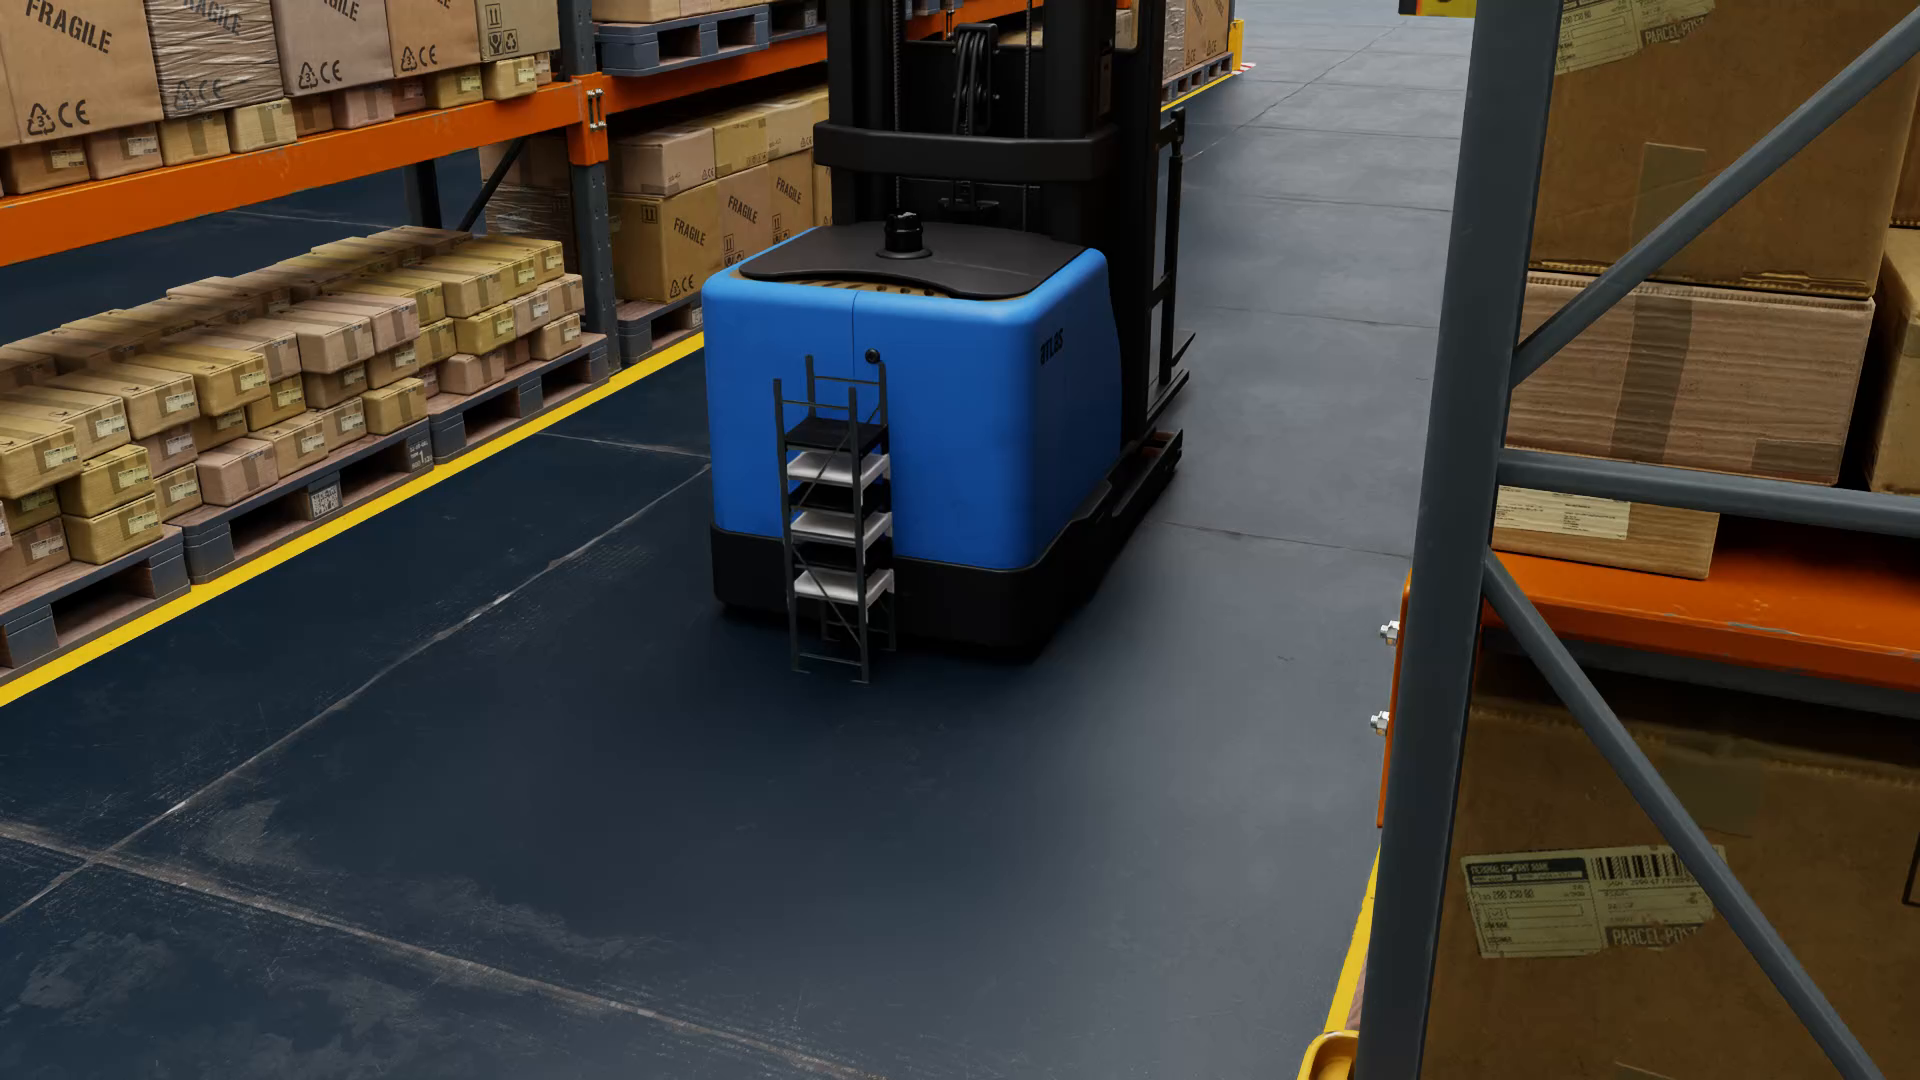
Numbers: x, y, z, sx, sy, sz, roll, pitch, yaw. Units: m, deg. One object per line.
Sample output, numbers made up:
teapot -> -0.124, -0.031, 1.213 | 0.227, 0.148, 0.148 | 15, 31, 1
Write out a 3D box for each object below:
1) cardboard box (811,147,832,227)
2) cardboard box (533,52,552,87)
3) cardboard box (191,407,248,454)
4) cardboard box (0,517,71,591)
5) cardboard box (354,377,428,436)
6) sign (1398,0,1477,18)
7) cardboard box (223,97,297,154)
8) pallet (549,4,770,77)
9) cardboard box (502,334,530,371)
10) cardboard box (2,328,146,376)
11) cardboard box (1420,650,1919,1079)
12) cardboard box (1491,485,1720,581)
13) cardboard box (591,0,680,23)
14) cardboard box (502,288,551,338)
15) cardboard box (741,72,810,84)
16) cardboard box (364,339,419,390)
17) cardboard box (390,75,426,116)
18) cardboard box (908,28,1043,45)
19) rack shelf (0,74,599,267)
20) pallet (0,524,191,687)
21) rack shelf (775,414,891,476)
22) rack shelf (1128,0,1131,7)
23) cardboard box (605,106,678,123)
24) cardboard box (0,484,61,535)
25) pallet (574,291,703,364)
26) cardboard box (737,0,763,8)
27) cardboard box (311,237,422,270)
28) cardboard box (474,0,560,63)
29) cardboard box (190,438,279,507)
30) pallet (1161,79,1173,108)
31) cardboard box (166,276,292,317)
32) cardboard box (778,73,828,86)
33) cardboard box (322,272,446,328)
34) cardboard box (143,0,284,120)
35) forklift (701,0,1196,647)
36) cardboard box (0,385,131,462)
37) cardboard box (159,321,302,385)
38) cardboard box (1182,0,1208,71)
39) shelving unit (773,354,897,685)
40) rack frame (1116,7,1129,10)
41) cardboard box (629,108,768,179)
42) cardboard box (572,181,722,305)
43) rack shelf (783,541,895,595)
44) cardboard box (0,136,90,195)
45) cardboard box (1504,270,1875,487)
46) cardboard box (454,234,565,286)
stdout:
cardboard box -> -0.923, -2.024, 9.402 | 0.500, 0.500, 0.500 | 8, 24, 18
cardboard box -> -1.918, -1.951, 6.854 | 0.380, 0.149, 0.250 | 8, 24, 19
cardboard box -> -2.651, -0.415, 5.620 | 0.380, 0.149, 0.250 | 10, 25, 23
cardboard box -> -2.916, 0.014, 4.979 | 0.380, 0.149, 0.250 | 9, 24, 21
cardboard box -> -2.243, -0.521, 6.259 | 0.380, 0.149, 0.250 | 9, 24, 20
sign -> 0.554, -0.751, 1.846 | 0.100, 0.325, 0.005 | 9, 24, 20
cardboard box -> -2.432, -1.381, 5.490 | 0.380, 0.149, 0.250 | 9, 24, 21
pallet -> -1.610, -2.366, 7.772 | 1.003, 0.211, 1.213 | 9, 24, 20
cardboard box -> -2.033, -0.810, 6.952 | 0.380, 0.149, 0.250 | 9, 24, 22
cardboard box -> -3.025, -0.608, 5.696 | 0.380, 0.149, 0.250 | 8, 24, 18
cardboard box -> 1.216, 0.522, 2.821 | 0.875, 0.875, 0.875 | 9, 24, 20
cardboard box -> 0.879, -0.083, 2.383 | 0.380, 0.149, 0.250 | 9, 24, 21
cardboard box -> -1.456, -2.355, 7.278 | 0.380, 0.149, 0.250 | 8, 24, 18
cardboard box -> -1.940, -0.961, 6.927 | 0.380, 0.149, 0.250 | 8, 24, 18
cardboard box -> -1.213, -2.626, 9.871 | 0.500, 0.250, 0.500 | 8, 24, 19
cardboard box -> -2.284, -0.693, 6.285 | 0.380, 0.149, 0.250 | 9, 24, 21
cardboard box -> -2.227, -1.673, 6.190 | 0.380, 0.149, 0.250 | 8, 24, 19
cardboard box -> 0.088, -3.308, 12.151 | 1.050, 0.750, 0.750 | 9, 24, 21
rack shelf -> -2.772, -1.154, 5.556 | 1.077, 0.370, 4.000 | 9, 24, 20
pallet -> -3.152, 0.203, 4.990 | 1.003, 0.211, 1.213 | 9, 24, 20
rack shelf -> -0.349, -0.265, 4.591 | 0.258, 0.077, 0.200 | 8, 27, 19
rack shelf -> 1.685, -5.449, 15.836 | 1.077, 0.370, 4.000 | 9, 24, 20
cardboard box -> -1.784, -2.073, 8.547 | 0.500, 0.250, 0.500 | 10, 25, 23
cardboard box -> -2.919, -0.127, 4.931 | 0.380, 0.149, 0.250 | 9, 24, 21
pallet -> -1.742, -1.194, 8.335 | 1.003, 0.211, 1.213 | 9, 24, 20
cardboard box -> -1.168, -2.634, 7.945 | 0.380, 0.149, 0.250 | 9, 24, 21
cardboard box -> -2.507, -1.171, 7.044 | 0.380, 0.149, 0.250 | 10, 25, 23
cardboard box -> -1.947, -2.172, 6.542 | 0.500, 0.500, 0.500 | 9, 24, 20
cardboard box -> -2.540, -0.243, 5.595 | 0.380, 0.149, 0.250 | 8, 24, 17
pallet -> 1.297, -4.039, 15.146 | 1.003, 0.211, 1.213 | 9, 24, 20
cardboard box -> -2.801, -0.898, 6.390 | 0.380, 0.149, 0.250 | 9, 24, 21
cardboard box -> -0.732, -2.555, 9.701 | 0.500, 0.250, 0.500 | 9, 24, 21
cardboard box -> -2.233, -0.921, 6.446 | 0.380, 0.149, 0.250 | 10, 25, 22
cardboard box -> -2.539, -1.627, 5.238 | 0.500, 0.500, 0.500 | 8, 24, 19
forklift -> 0.214, -1.580, 5.731 | 1.130, 2.935, 3.031 | 8, 24, 18
cardboard box -> -2.787, -0.351, 5.080 | 0.380, 0.149, 0.250 | 8, 24, 17
cardboard box -> -2.530, -0.640, 5.772 | 0.380, 0.149, 0.250 | 9, 24, 20
cardboard box -> 1.913, -5.142, 16.381 | 0.875, 0.875, 0.875 | 8, 24, 19
shelving unit -> -0.345, -0.051, 4.692 | 0.258, 0.900, 0.210 | 8, 27, 19
rack frame -> 0.942, -5.065, 13.984 | 1.000, 3.000, 0.127 | 9, 24, 20
cardboard box -> -1.314, -2.006, 8.386 | 0.500, 0.250, 0.500 | 9, 24, 22
cardboard box -> -1.509, -1.469, 8.073 | 0.500, 0.500, 0.500 | 10, 25, 22
rack shelf -> -0.343, 0.061, 4.745 | 0.258, 0.077, 0.200 | 8, 27, 19
cardboard box -> -2.792, -1.115, 4.854 | 0.380, 0.149, 0.250 | 9, 24, 20
cardboard box -> 0.986, -0.304, 2.395 | 0.500, 0.250, 0.500 | 8, 24, 19
cardboard box -> -1.920, -1.190, 7.090 | 0.380, 0.149, 0.250 | 9, 24, 22
